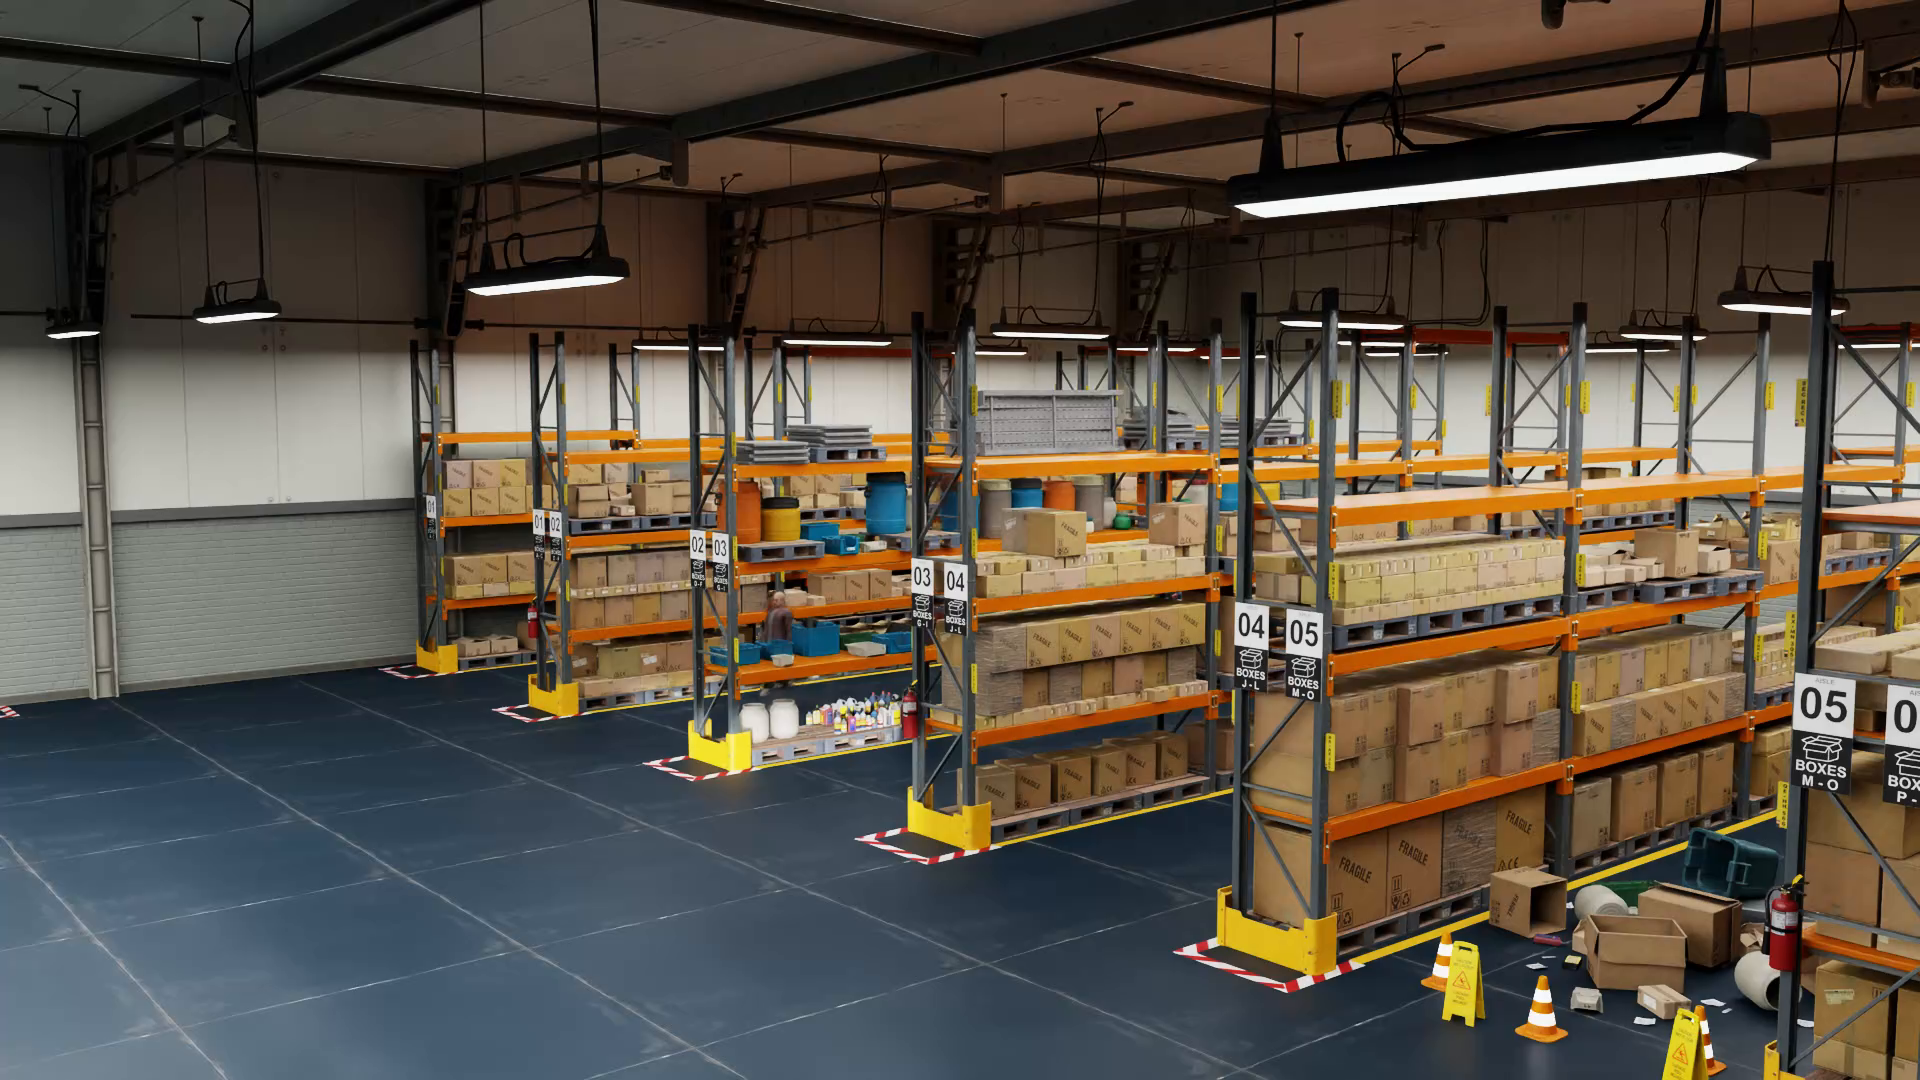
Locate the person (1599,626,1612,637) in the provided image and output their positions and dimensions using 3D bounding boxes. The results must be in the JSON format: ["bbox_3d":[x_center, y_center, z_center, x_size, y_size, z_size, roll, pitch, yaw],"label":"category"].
[{"bbox_3d":[9.687,2.088,25.006,1.045,1.487,0.496,-4,7,-40],"label":"person"}]

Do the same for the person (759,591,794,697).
[{"bbox_3d":[-2.938,1.650,26.634,0.675,1.663,0.762,5,7,45],"label":"person"}]
